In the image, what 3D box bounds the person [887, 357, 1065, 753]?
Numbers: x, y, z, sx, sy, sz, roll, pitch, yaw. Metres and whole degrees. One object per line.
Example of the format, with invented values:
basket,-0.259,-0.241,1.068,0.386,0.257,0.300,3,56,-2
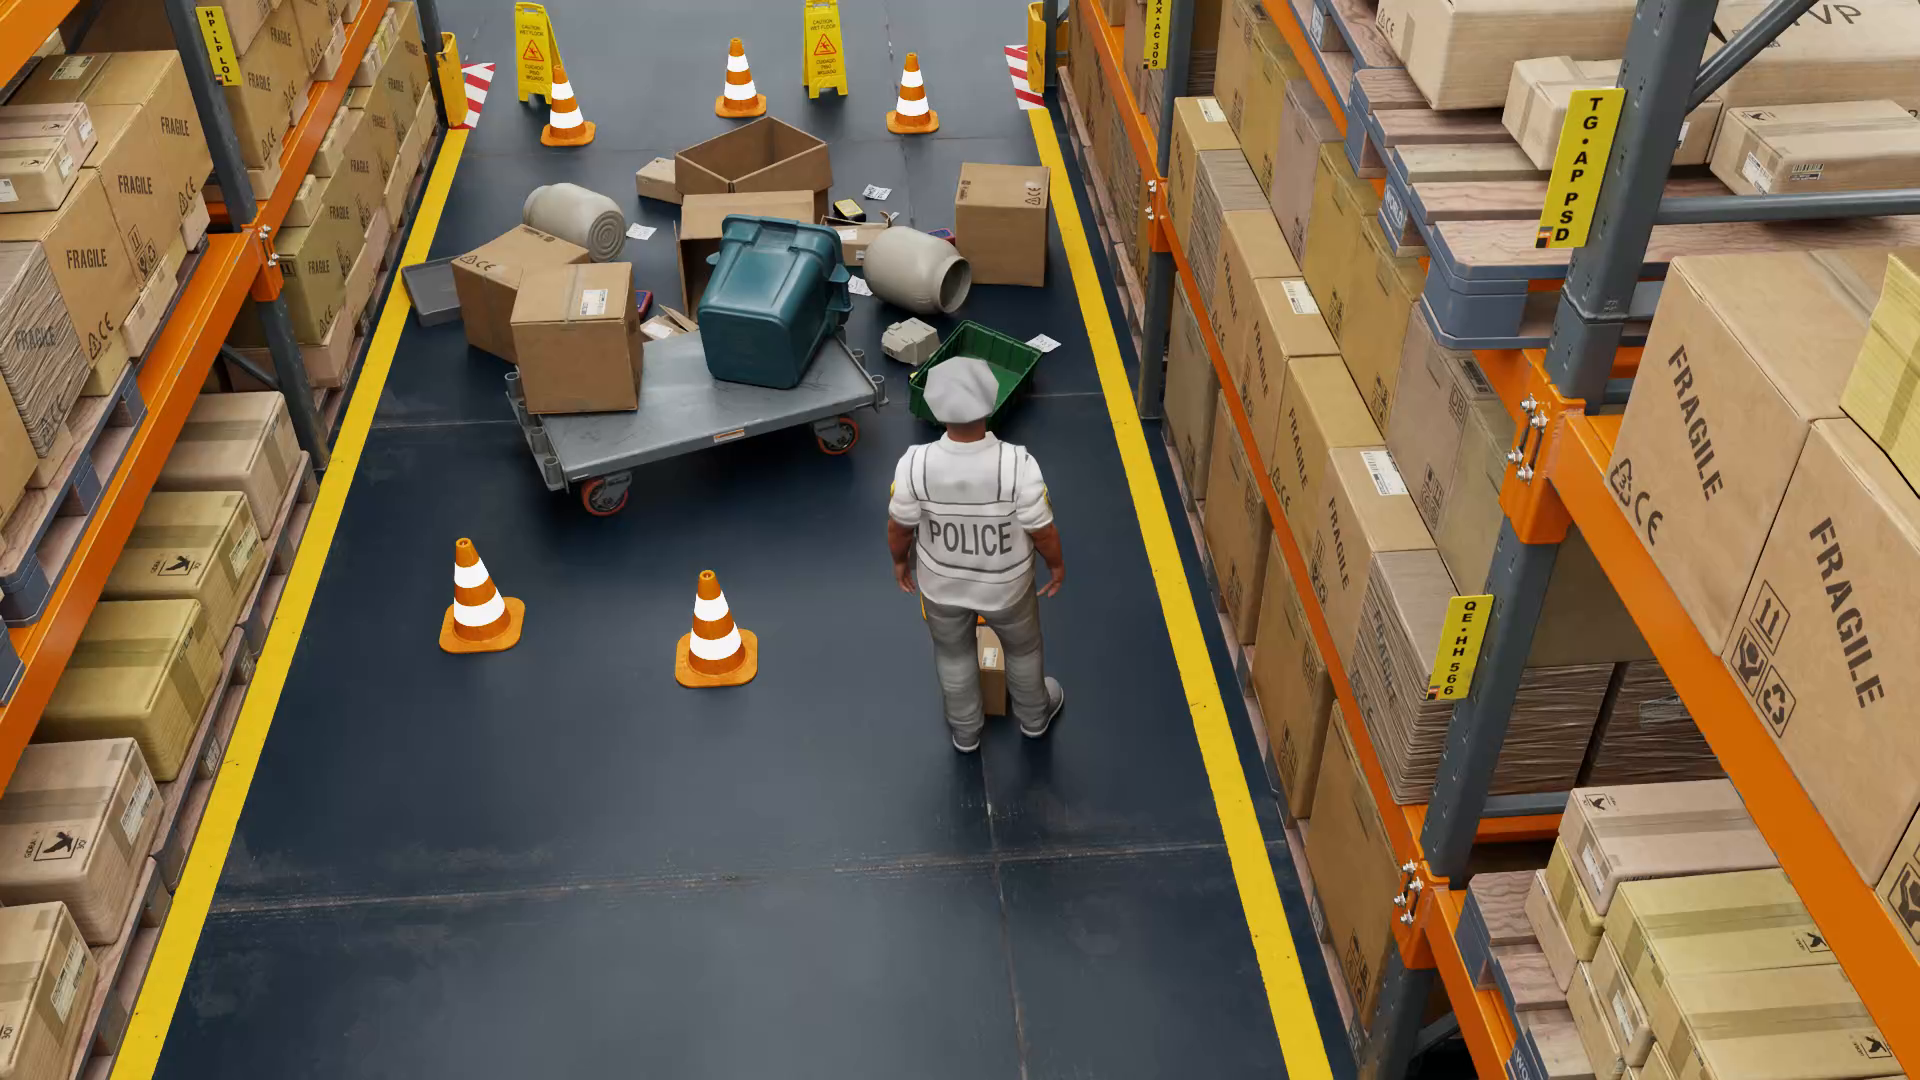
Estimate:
person,0.075,0.056,6.042,0.640,1.777,0.574,5,39,6
